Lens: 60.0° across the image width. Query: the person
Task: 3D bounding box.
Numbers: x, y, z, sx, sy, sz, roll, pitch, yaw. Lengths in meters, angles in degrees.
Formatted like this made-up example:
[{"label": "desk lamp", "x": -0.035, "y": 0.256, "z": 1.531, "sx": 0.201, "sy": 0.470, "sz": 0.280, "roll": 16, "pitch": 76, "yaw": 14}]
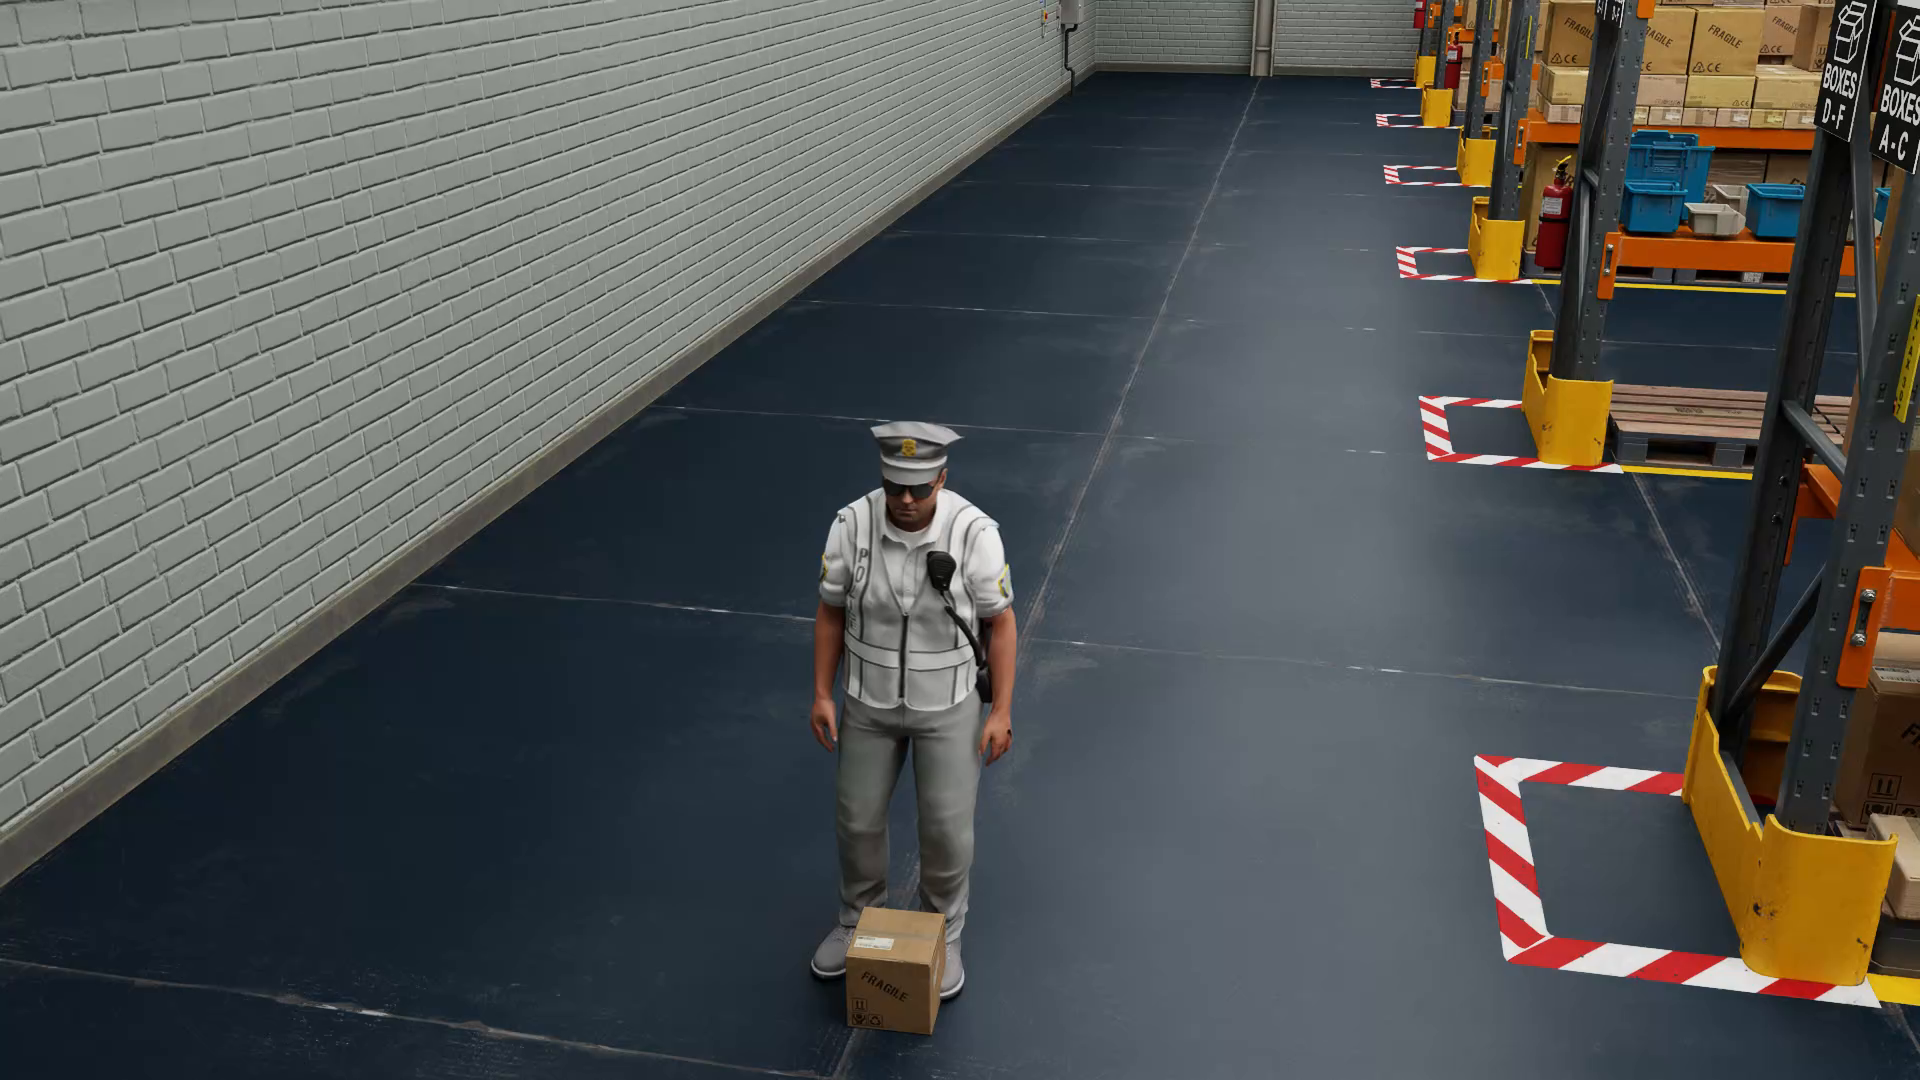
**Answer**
[{"label": "person", "x": -0.140, "y": 0.476, "z": 4.859, "sx": 0.602, "sy": 1.749, "sz": 0.469, "roll": 4, "pitch": 22, "yaw": 9}]
